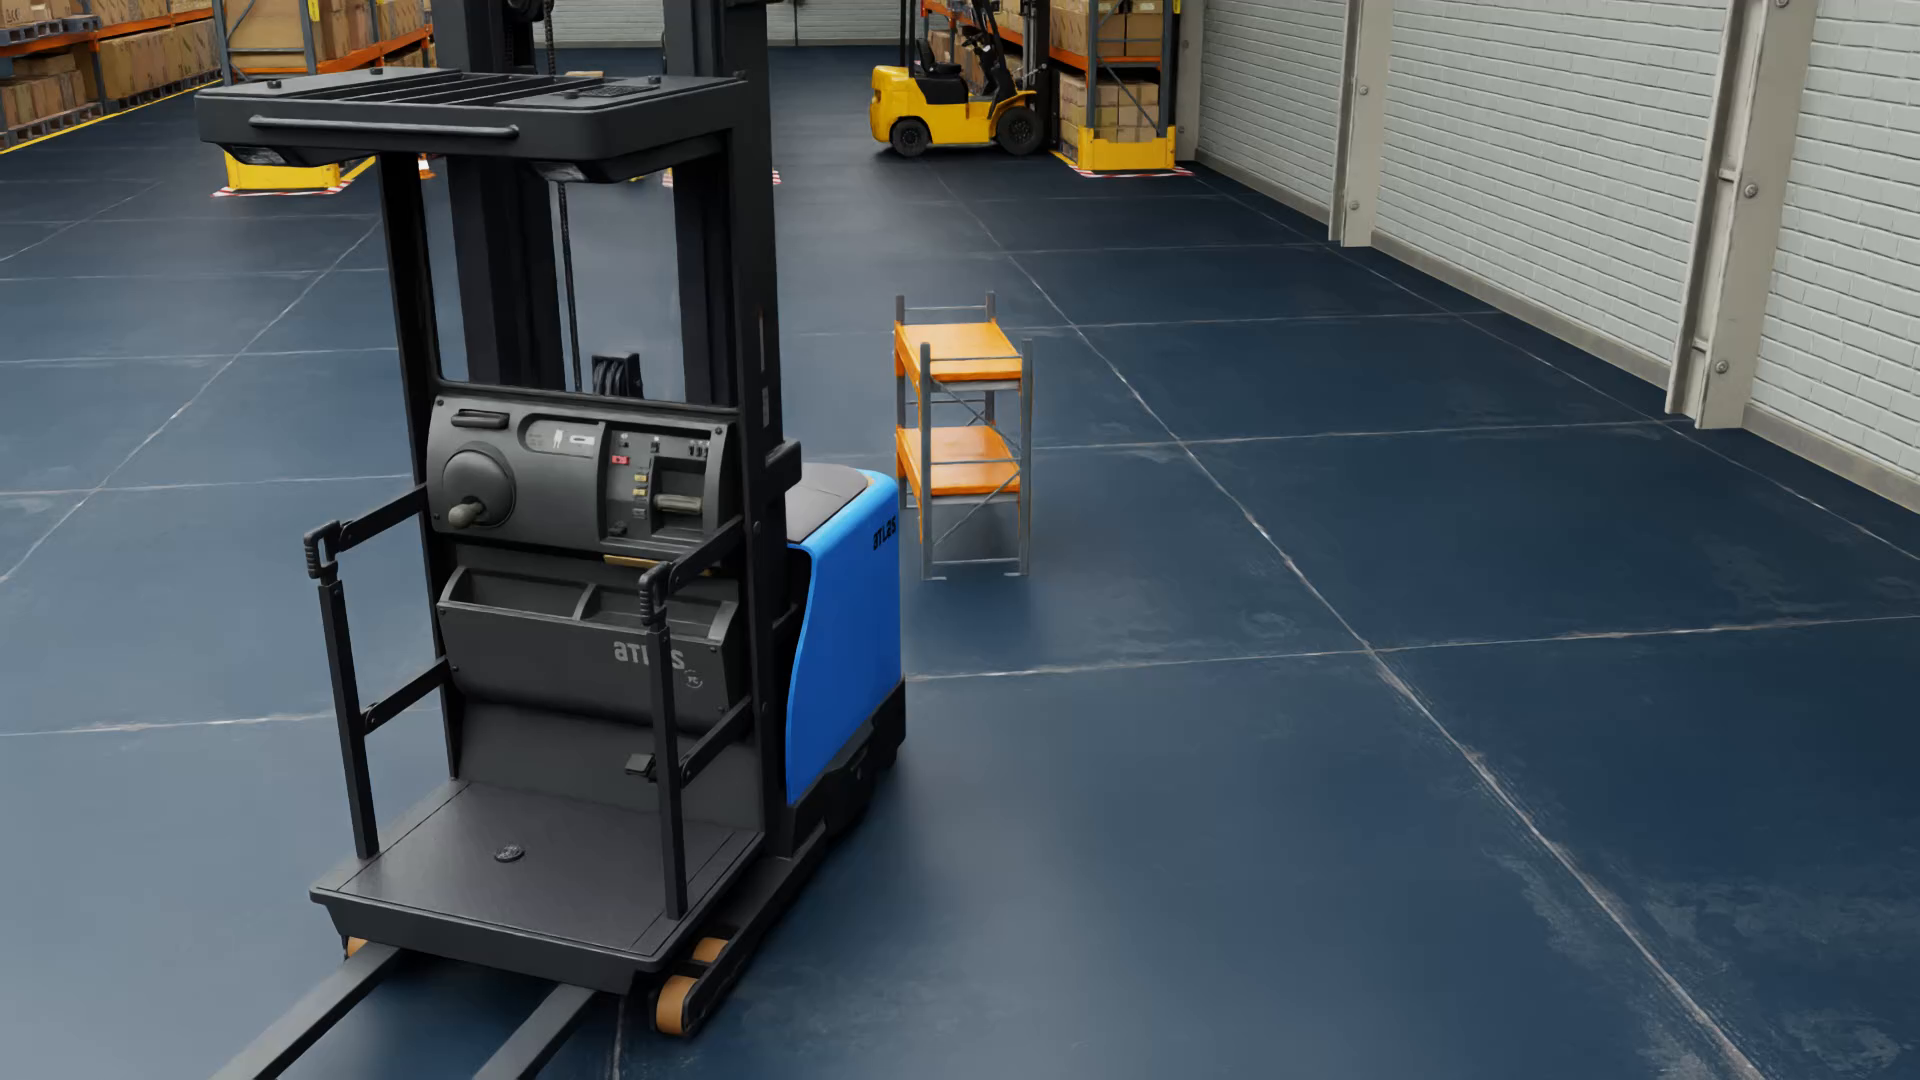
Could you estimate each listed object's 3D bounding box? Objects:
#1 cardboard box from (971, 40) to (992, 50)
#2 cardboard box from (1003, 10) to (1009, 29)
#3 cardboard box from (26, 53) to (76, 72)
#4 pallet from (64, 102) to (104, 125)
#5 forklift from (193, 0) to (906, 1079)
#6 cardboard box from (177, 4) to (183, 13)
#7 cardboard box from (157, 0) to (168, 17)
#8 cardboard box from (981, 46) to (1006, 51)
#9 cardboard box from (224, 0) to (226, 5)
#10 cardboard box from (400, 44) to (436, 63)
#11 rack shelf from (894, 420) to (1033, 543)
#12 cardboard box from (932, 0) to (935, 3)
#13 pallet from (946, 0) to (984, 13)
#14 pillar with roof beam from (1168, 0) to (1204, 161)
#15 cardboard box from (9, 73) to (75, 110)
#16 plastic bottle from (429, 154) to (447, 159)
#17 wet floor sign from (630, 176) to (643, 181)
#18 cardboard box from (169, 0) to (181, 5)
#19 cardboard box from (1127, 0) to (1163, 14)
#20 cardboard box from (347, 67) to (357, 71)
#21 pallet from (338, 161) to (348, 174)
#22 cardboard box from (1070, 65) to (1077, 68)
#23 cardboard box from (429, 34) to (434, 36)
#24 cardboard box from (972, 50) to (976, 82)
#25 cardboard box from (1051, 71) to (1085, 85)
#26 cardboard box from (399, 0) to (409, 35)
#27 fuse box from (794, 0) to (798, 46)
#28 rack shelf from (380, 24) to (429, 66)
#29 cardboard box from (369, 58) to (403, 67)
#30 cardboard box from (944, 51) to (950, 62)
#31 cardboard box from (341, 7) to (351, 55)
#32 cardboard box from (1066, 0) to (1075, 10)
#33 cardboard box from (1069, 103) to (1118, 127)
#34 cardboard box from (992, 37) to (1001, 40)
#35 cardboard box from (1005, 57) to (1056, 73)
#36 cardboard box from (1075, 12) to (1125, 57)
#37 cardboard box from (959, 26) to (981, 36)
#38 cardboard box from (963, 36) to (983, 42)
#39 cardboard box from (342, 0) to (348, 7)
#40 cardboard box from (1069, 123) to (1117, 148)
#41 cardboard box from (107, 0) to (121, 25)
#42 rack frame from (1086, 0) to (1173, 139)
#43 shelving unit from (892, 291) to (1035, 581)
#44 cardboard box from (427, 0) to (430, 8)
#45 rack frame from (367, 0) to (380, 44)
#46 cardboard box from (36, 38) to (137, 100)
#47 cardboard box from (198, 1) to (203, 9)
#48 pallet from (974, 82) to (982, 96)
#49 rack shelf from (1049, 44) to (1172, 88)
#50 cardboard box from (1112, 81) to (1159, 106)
[{"bbox_3d":[0.409,-8.734,29.360,0.380,0.149,0.250,-4,21,-10],"label":"cardboard box"},{"bbox_3d":[0.938,-8.018,25.610,0.500,0.250,0.500,-2,21,-6],"label":"cardboard box"},{"bbox_3d":[-13.698,-7.190,25.053,0.500,0.250,0.500,-2,21,-6],"label":"cardboard box"},{"bbox_3d":[-13.713,-6.457,25.204,1.003,0.211,1.213,-3,21,-8],"label":"pallet"},{"bbox_3d":[-1.147,-0.168,4.476,1.130,2.935,3.031,7,21,17],"label":"forklift"},{"bbox_3d":[-14.152,-9.512,29.755,0.380,0.149,0.250,-4,21,-10],"label":"cardboard box"},{"bbox_3d":[-14.063,-9.318,28.734,0.500,0.500,0.500,-3,21,-8],"label":"cardboard box"},{"bbox_3d":[0.572,-8.274,28.127,0.380,0.149,0.250,-4,21,-10],"label":"cardboard box"},{"bbox_3d":[-14.600,-10.580,32.615,0.380,0.149,0.250,-3,21,-7],"label":"cardboard box"},{"bbox_3d":[-8.761,-7.878,26.921,0.500,0.250,0.500,-4,21,-10],"label":"cardboard box"},{"bbox_3d":[-0.001,-0.300,8.111,0.538,0.278,1.000,-3,21,-8],"label":"rack shelf"},{"bbox_3d":[-0.347,-10.862,33.370,0.380,0.149,0.250,-4,21,-9],"label":"cardboard box"},{"bbox_3d":[0.324,-9.799,30.439,1.003,0.211,1.213,-3,21,-8],"label":"pallet"},{"bbox_3d":[-1.422,-8.896,19.173,9.100,9.000,0.400,-3,21,-8],"label":"pillar with roof beam"},{"bbox_3d":[-13.615,-6.647,24.670,0.700,0.500,0.500,-5,21,-12],"label":"cardboard box"},{"bbox_3d":[-6.657,-4.937,21.346,0.283,0.061,0.133,-11,23,-26],"label":"plastic bottle"},{"bbox_3d":[-3.896,-4.542,19.454,0.267,0.644,0.232,4,21,11],"label":"wet floor sign"},{"bbox_3d":[-14.209,-9.664,29.594,0.500,0.250,0.500,-3,21,-9],"label":"cardboard box"},{"bbox_3d":[2.255,-6.497,20.255,0.380,0.149,0.250,-3,21,-9],"label":"cardboard box"},{"bbox_3d":[-8.170,-5.533,21.179,0.875,0.875,0.875,-3,21,-7],"label":"cardboard box"},{"bbox_3d":[-7.941,-4.446,19.819,1.003,0.211,1.213,-3,21,-8],"label":"pallet"},{"bbox_3d":[1.821,-6.443,23.079,0.500,0.250,0.500,-3,21,-9],"label":"cardboard box"},{"bbox_3d":[-9.120,-8.766,29.301,0.500,0.250,0.500,-3,21,-9],"label":"cardboard box"},{"bbox_3d":[0.480,-8.302,29.130,0.500,0.500,0.500,-2,21,-5],"label":"cardboard box"},{"bbox_3d":[1.444,-6.063,22.064,0.500,0.250,0.500,-3,21,-9],"label":"cardboard box"},{"bbox_3d":[-8.350,-7.631,24.217,0.500,0.500,0.500,-3,21,-7],"label":"cardboard box"},{"bbox_3d":[-3.907,-12.707,39.793,0.539,1.711,0.414,-3,21,-8],"label":"fuse box"},{"bbox_3d":[-8.613,-7.220,24.289,1.077,0.370,4.000,-3,21,-8],"label":"rack shelf"},{"bbox_3d":[-8.638,-6.552,24.087,1.050,0.750,0.750,-3,21,-8],"label":"cardboard box"},{"bbox_3d":[-0.105,-9.388,32.373,0.396,0.266,0.258,-2,21,-6],"label":"cardboard box"},{"bbox_3d":[-8.021,-6.247,20.441,0.875,0.550,0.500,-3,21,-8],"label":"cardboard box"},{"bbox_3d":[1.567,-6.829,21.143,0.380,0.149,0.250,-4,21,-10],"label":"cardboard box"},{"bbox_3d":[1.667,-5.312,20.766,0.500,0.250,0.500,-3,21,-8],"label":"cardboard box"},{"bbox_3d":[0.792,-9.028,30.145,0.380,0.149,0.250,-2,21,-6],"label":"cardboard box"},{"bbox_3d":[1.169,-7.195,25.986,0.875,0.625,0.625,-4,21,-10],"label":"cardboard box"},{"bbox_3d":[1.716,-6.220,20.440,0.500,0.500,0.500,-3,21,-9],"label":"cardboard box"},{"bbox_3d":[0.190,-9.415,30.756,0.380,0.149,0.250,-4,21,-10],"label":"cardboard box"},{"bbox_3d":[0.270,-9.183,30.560,0.380,0.149,0.250,-4,21,-11],"label":"cardboard box"},{"bbox_3d":[-8.169,-6.933,20.734,0.875,0.550,0.550,-3,21,-8],"label":"cardboard box"},{"bbox_3d":[1.667,-5.071,20.837,0.500,0.250,0.500,-3,21,-7],"label":"cardboard box"},{"bbox_3d":[-13.701,-8.442,26.388,0.500,0.500,0.500,-3,21,-9],"label":"cardboard box"},{"bbox_3d":[2.047,-6.016,20.036,1.000,3.000,0.127,-3,21,-8],"label":"rack frame"},{"bbox_3d":[-0.001,-0.529,8.026,0.538,1.125,1.048,-3,21,-8],"label":"shelving unit"},{"bbox_3d":[-8.884,-8.773,27.178,0.380,0.149,0.250,-2,21,-5],"label":"cardboard box"},{"bbox_3d":[-8.325,-6.865,22.309,1.000,3.000,0.127,-3,21,-8],"label":"rack frame"},{"bbox_3d":[-13.903,-7.476,26.381,1.225,0.875,0.875,-4,21,-10],"label":"cardboard box"},{"bbox_3d":[-14.340,-9.960,30.957,0.380,0.149,0.250,-4,21,-9],"label":"cardboard box"},{"bbox_3d":[0.824,-7.740,28.638,1.003,0.211,1.213,-3,21,-8],"label":"pallet"},{"bbox_3d":[1.759,-6.371,22.016,1.077,0.370,4.000,-3,21,-8],"label":"rack shelf"},{"bbox_3d":[2.165,-5.569,20.740,0.500,0.250,0.500,-3,21,-9],"label":"cardboard box"}]
